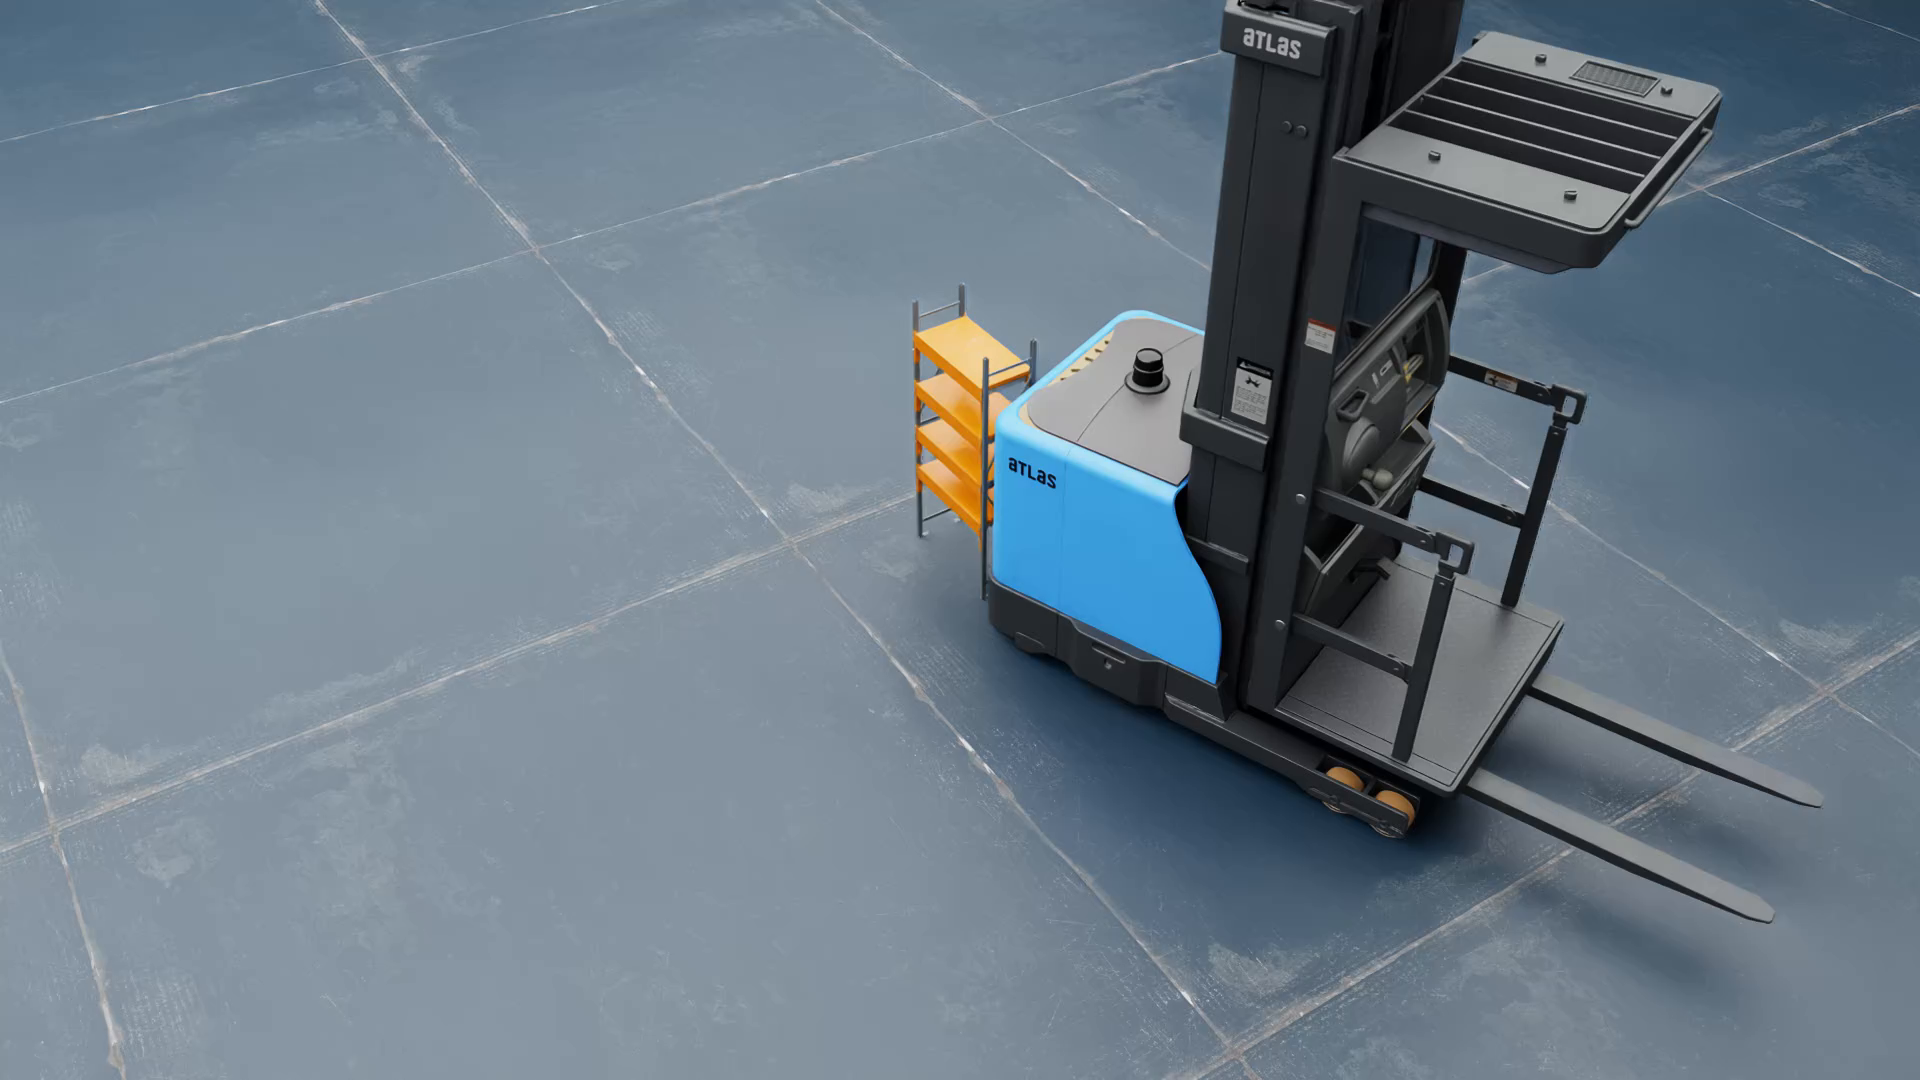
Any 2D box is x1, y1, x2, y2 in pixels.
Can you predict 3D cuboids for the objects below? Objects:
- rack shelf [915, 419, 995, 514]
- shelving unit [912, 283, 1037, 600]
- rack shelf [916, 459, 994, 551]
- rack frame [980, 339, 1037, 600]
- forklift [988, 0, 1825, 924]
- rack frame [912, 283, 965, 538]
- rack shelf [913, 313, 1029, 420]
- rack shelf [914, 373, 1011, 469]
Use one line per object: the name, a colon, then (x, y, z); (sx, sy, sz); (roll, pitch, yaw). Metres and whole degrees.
rack shelf: (0.052, -0.333, 6.818); (0.258, 0.148, 0.480); (-23, 45, -25)
shelving unit: (0.052, -0.385, 6.775); (0.258, 1.200, 0.503); (-23, 45, -25)
rack shelf: (0.052, -0.181, 6.945); (0.258, 0.148, 0.480); (-23, 45, -25)
rack frame: (0.187, -0.255, 6.619); (0.240, 1.200, 0.015); (-23, 45, -25)
forklift: (1.606, -0.450, 5.500); (3.031, 2.935, 1.130); (25, 46, 27)
rack frame: (-0.084, -0.515, 6.930); (0.240, 1.200, 0.015); (-23, 45, -25)
rack shelf: (0.051, -0.687, 6.523); (0.258, 0.148, 0.480); (-23, 45, -25)
rack shelf: (0.052, -0.505, 6.674); (0.258, 0.148, 0.480); (-23, 45, -25)
